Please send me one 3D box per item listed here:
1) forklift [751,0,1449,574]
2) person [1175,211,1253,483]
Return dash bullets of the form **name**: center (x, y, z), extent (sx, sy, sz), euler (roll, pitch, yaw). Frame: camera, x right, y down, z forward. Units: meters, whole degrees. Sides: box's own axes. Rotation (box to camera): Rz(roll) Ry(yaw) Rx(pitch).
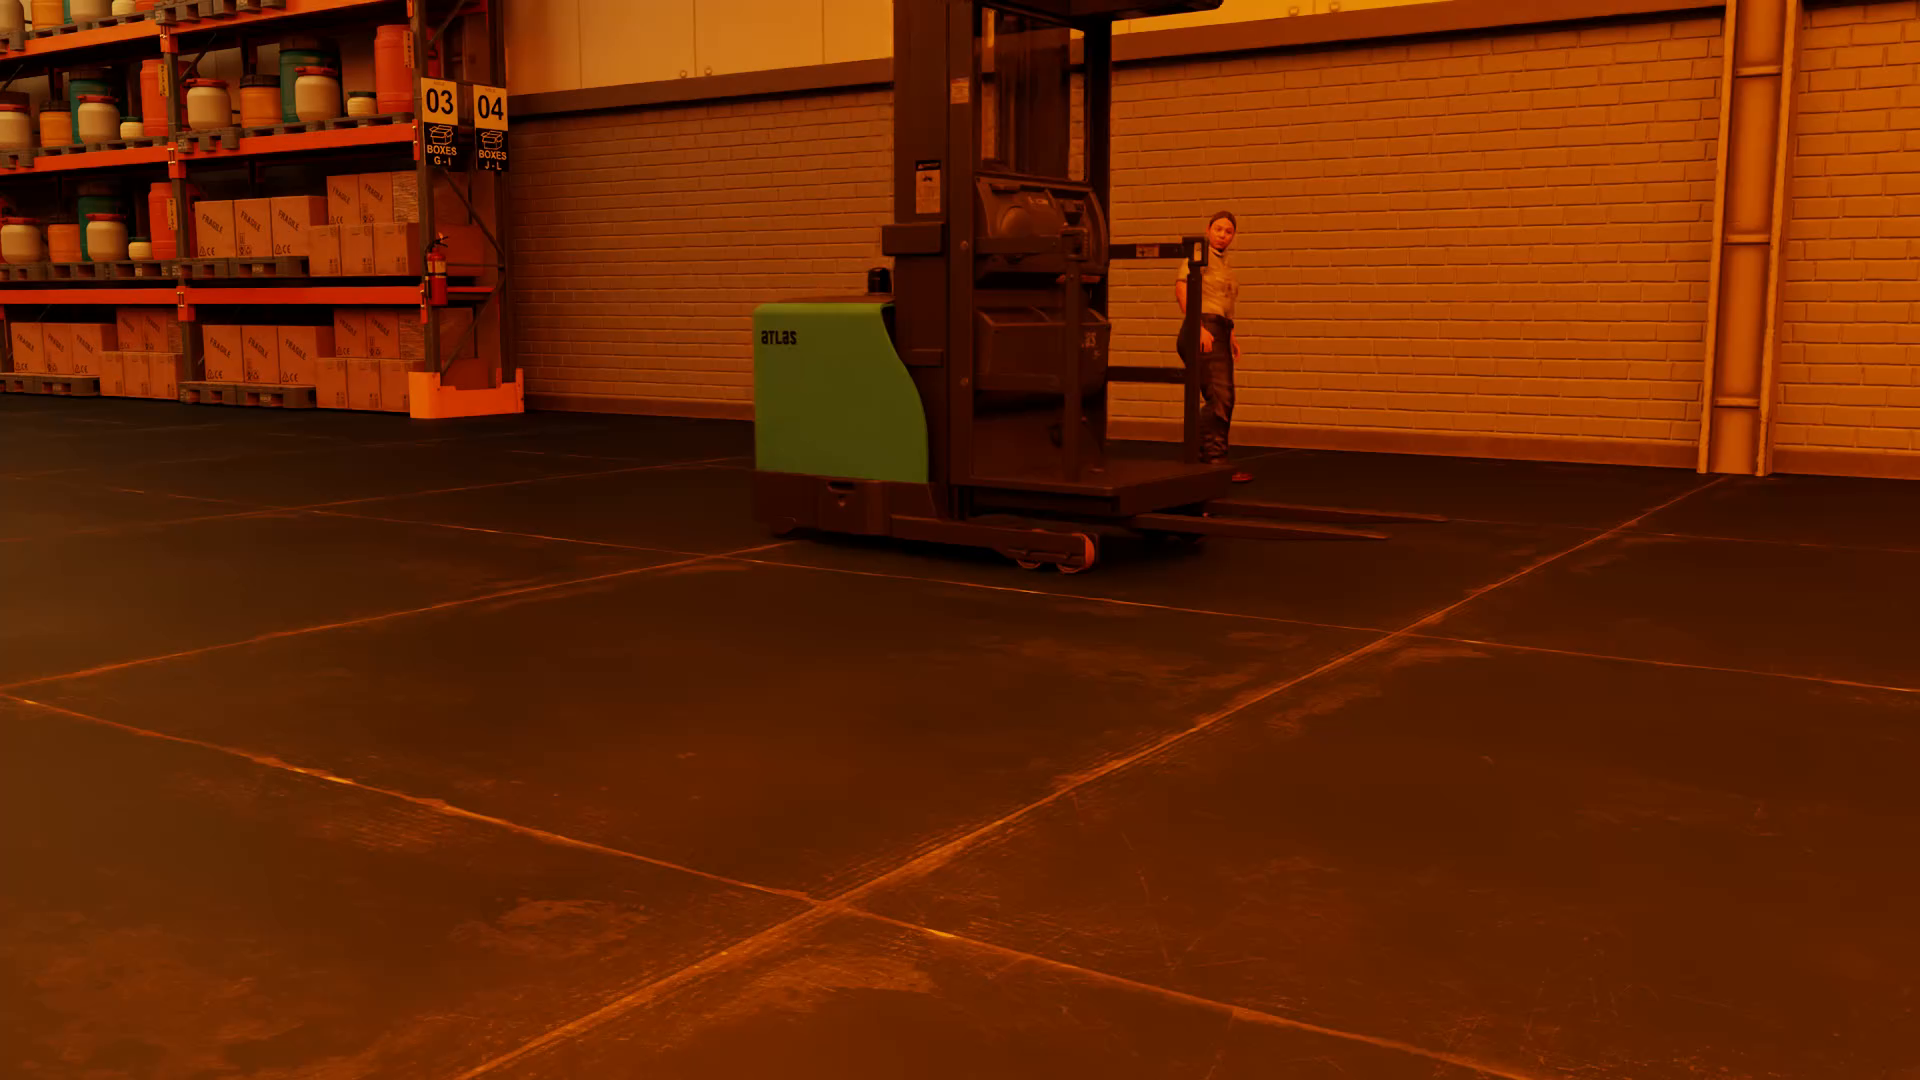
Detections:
- **forklift**: center (0.526, -1.400, 7.040), extent (3.031, 2.935, 1.130), euler (6, 10, 36)
- **person**: center (1.593, -1.185, 10.169), extent (0.487, 1.631, 0.687), euler (3, 9, 20)
